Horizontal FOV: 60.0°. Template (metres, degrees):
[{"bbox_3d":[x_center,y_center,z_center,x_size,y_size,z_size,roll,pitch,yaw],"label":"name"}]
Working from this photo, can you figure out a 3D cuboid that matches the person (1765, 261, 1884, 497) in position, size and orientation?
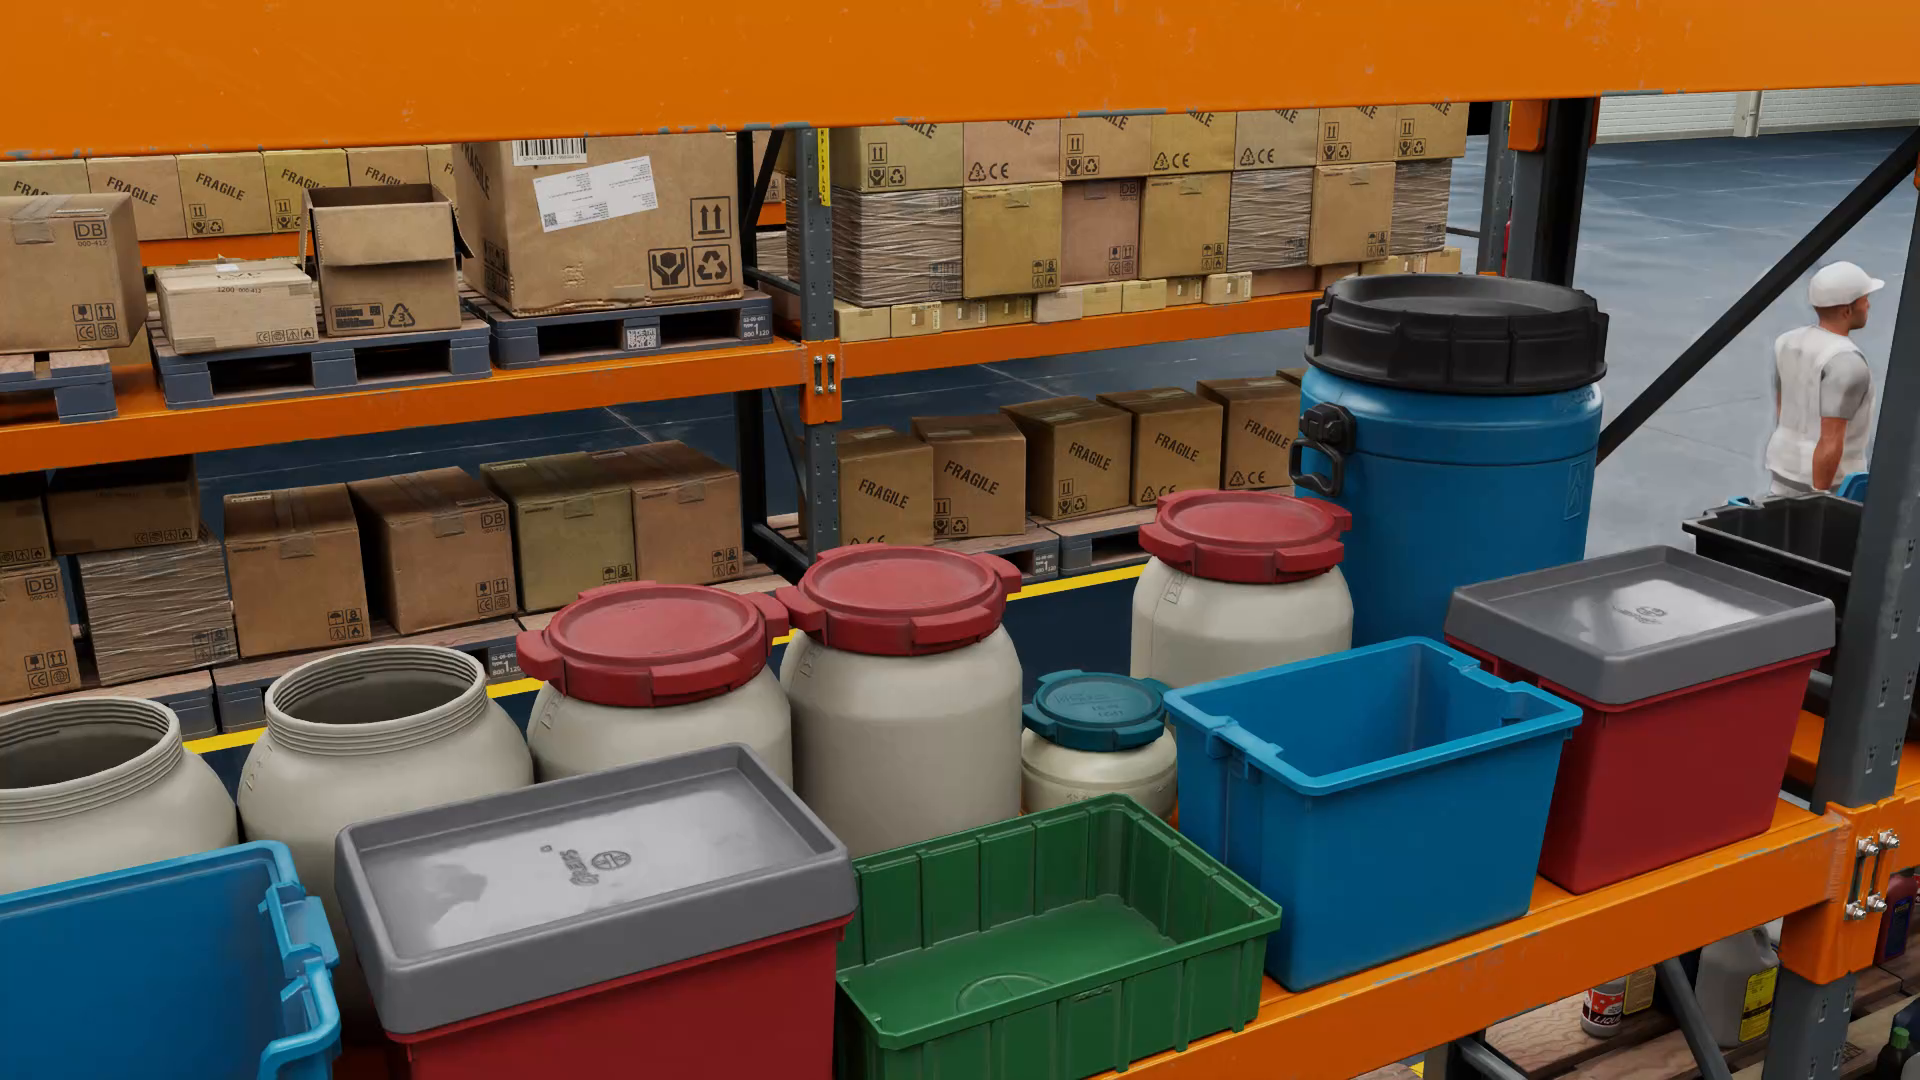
[{"bbox_3d":[3.444,-0.259,6.787,0.944,1.756,0.532,-2,18,-7],"label":"person"}]
